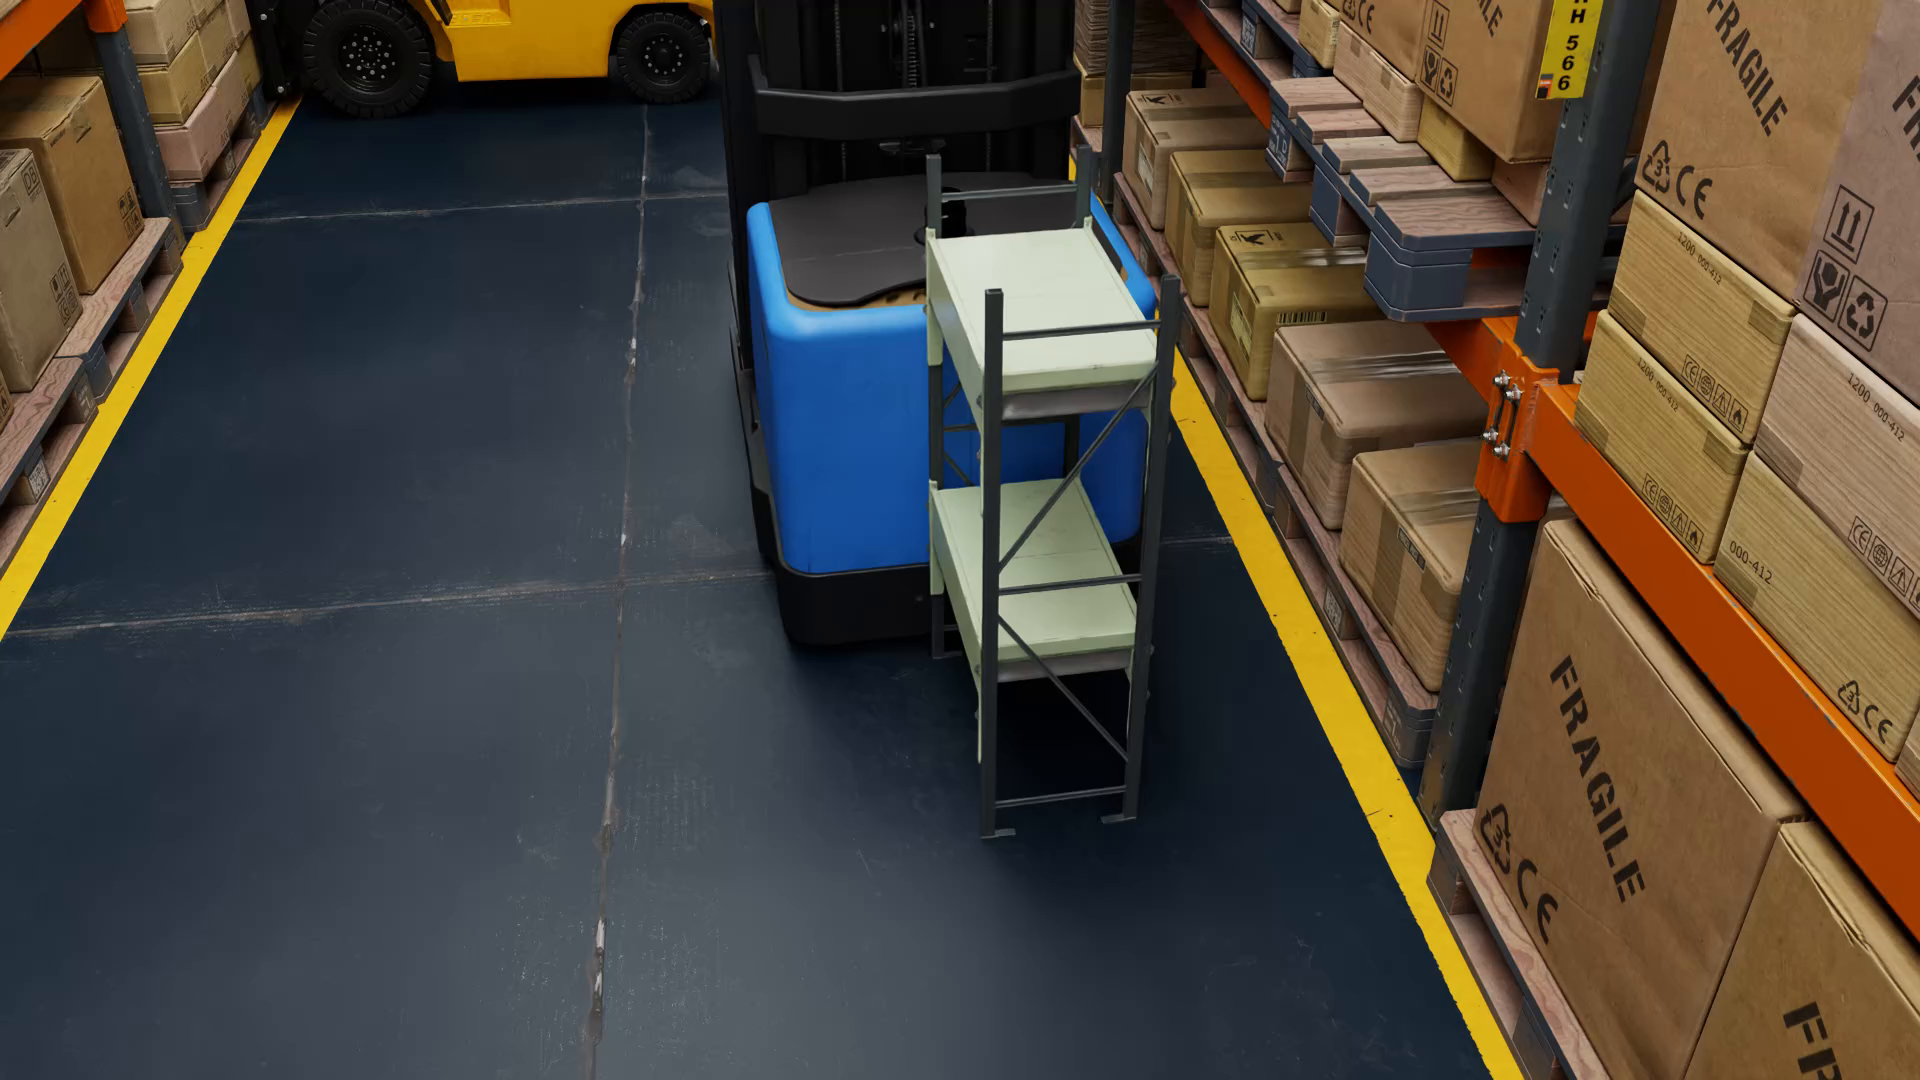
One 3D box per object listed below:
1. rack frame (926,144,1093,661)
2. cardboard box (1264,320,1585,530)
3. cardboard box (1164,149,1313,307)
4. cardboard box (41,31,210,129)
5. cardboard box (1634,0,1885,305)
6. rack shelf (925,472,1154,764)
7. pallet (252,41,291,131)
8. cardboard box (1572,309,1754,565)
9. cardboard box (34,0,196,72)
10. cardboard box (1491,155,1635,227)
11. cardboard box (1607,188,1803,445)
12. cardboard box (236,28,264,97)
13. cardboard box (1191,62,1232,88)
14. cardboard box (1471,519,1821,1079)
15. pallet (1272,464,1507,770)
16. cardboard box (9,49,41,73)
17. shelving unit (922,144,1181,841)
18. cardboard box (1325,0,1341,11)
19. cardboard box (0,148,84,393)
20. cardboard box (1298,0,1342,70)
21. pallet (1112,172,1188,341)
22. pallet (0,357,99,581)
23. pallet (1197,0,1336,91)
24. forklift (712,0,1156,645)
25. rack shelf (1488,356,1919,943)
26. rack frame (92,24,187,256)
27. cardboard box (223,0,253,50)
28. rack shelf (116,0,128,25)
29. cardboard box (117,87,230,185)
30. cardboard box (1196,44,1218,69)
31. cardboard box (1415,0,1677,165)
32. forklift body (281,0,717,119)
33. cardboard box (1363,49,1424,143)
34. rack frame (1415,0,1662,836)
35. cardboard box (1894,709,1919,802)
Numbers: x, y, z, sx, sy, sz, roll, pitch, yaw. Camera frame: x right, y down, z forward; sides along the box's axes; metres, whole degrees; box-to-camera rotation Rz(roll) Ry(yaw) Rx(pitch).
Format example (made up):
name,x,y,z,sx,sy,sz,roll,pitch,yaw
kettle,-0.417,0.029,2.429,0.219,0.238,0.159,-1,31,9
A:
name,x,y,z,sx,sy,sz,roll,pitch,yaw
rack frame,0.118,-0.301,4.360,0.400,1.500,0.023,-6,35,-8
cardboard box,1.499,-0.386,5.113,0.950,0.372,0.625,-5,35,-7
cardboard box,1.307,-1.197,6.304,0.950,0.372,0.625,-2,34,-3
cardboard box,-3.543,-1.962,7.090,0.500,0.250,0.500,-5,35,-7
cardboard box,1.496,-0.732,2.683,0.500,0.500,0.500,-5,35,-8
rack shelf,0.183,0.171,4.246,0.431,0.370,0.720,-6,35,-8
pallet,-4.017,-2.402,8.587,1.003,0.211,1.213,-4,35,-6
cardboard box,1.489,-0.217,3.037,0.500,0.250,0.500,-5,35,-7
cardboard box,-3.538,-2.169,6.950,0.500,0.250,0.500,-5,35,-7
cardboard box,1.395,-0.806,3.619,0.380,0.149,0.250,-3,34,-5
cardboard box,1.495,-0.414,2.883,0.500,0.250,0.500,-5,35,-7
cardboard box,-3.689,-2.325,8.067,0.500,0.250,0.500,-4,34,-6
cardboard box,1.322,-2.190,7.869,0.500,0.250,0.500,-6,35,-9
cardboard box,1.683,0.525,3.329,0.875,0.875,0.875,-5,35,-7
pallet,1.568,0.145,4.849,1.003,0.211,1.213,-4,35,-6
cardboard box,-4.042,-2.135,6.901,0.500,0.250,0.500,-4,34,-5
shelving unit,0.183,-0.099,4.063,0.431,1.500,0.755,-6,35,-8
cardboard box,1.186,-1.710,4.370,0.500,0.500,0.500,-7,35,-10
cardboard box,-3.606,-0.893,5.633,0.875,0.625,0.625,-5,35,-7
cardboard box,1.132,-1.381,4.462,0.380,0.149,0.250,-4,34,-6
pallet,1.240,-1.216,6.847,1.003,0.211,1.213,-4,35,-6
pallet,-3.479,-0.182,5.330,1.003,0.211,1.213,-4,35,-6
pallet,1.365,-1.593,5.094,1.003,0.211,1.213,-4,35,-6
forklift,-0.239,-1.736,5.195,1.130,2.935,3.031,-6,35,-8
rack shelf,1.941,0.843,1.989,1.077,0.370,4.000,-4,35,-6
rack frame,-3.784,-2.425,6.145,1.000,3.000,0.127,-4,35,-6
cardboard box,-3.669,-2.524,7.915,0.500,0.250,0.500,-5,35,-7
rack shelf,-4.053,-3.244,7.985,1.077,0.370,4.000,-4,35,-6
cardboard box,-3.521,-1.757,7.234,0.500,0.250,0.500,-4,34,-6
cardboard box,1.322,-2.500,7.657,0.500,0.500,0.500,-3,34,-4
cardboard box,1.335,-1.141,3.535,0.500,0.500,0.500,-5,35,-8
forklift body,-2.259,-3.386,8.309,2.313,2.155,1.214,-4,35,-6
cardboard box,1.209,-1.087,4.031,0.380,0.149,0.250,-5,35,-7
rack frame,1.672,-0.571,3.424,1.000,3.000,0.127,-4,35,-6
cardboard box,1.640,0.362,2.189,0.500,0.250,0.500,-3,34,-5
